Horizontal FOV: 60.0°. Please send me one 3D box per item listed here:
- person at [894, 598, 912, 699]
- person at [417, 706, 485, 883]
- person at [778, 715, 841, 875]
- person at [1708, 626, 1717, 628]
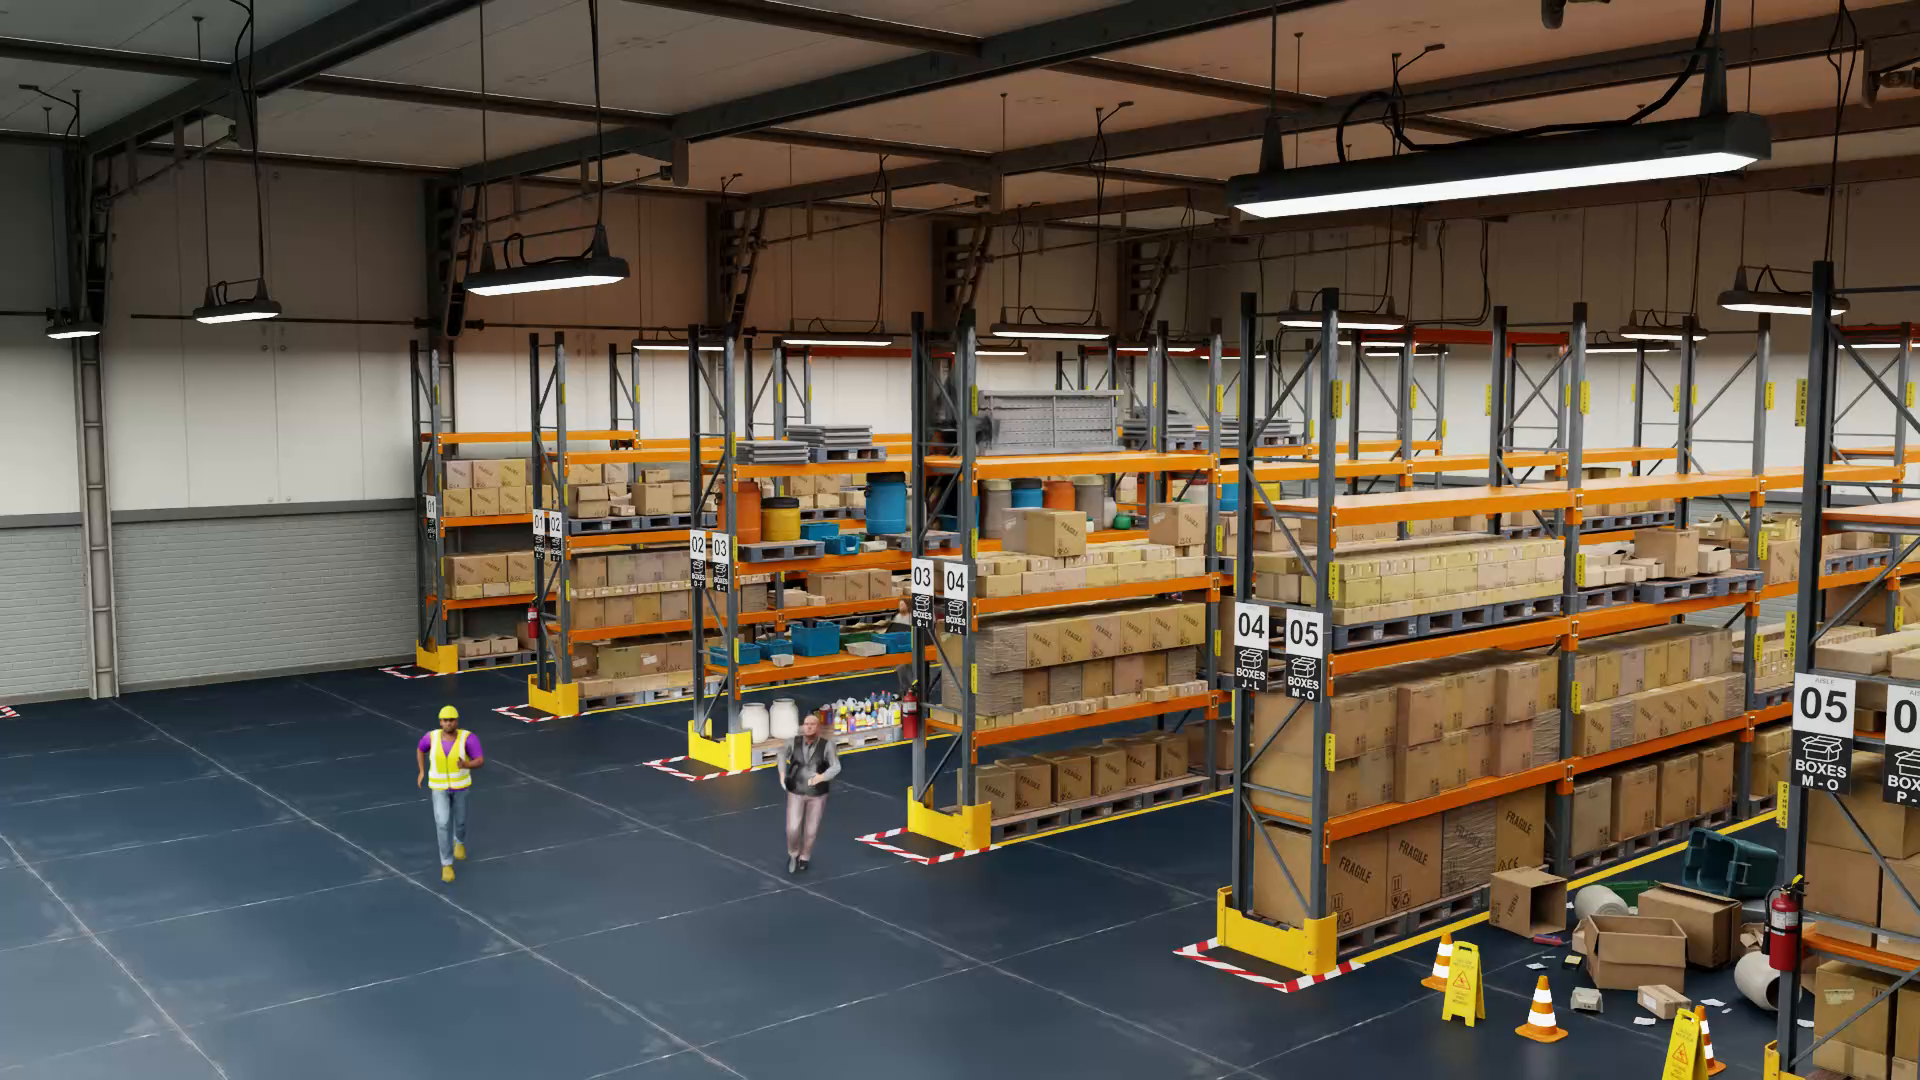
[{"bbox_3d":[-0.899,1.803,27.445,0.542,1.710,0.731,5,7,45],"label":"person"},{"bbox_3d":[-5.394,2.625,17.625,0.681,1.775,0.963,-2,6,-16],"label":"person"},{"bbox_3d":[-1.599,2.697,17.566,0.688,1.704,0.595,0,5,0],"label":"person"},{"bbox_3d":[10.679,2.089,23.703,1.079,1.742,0.724,-4,7,-38],"label":"person"}]
